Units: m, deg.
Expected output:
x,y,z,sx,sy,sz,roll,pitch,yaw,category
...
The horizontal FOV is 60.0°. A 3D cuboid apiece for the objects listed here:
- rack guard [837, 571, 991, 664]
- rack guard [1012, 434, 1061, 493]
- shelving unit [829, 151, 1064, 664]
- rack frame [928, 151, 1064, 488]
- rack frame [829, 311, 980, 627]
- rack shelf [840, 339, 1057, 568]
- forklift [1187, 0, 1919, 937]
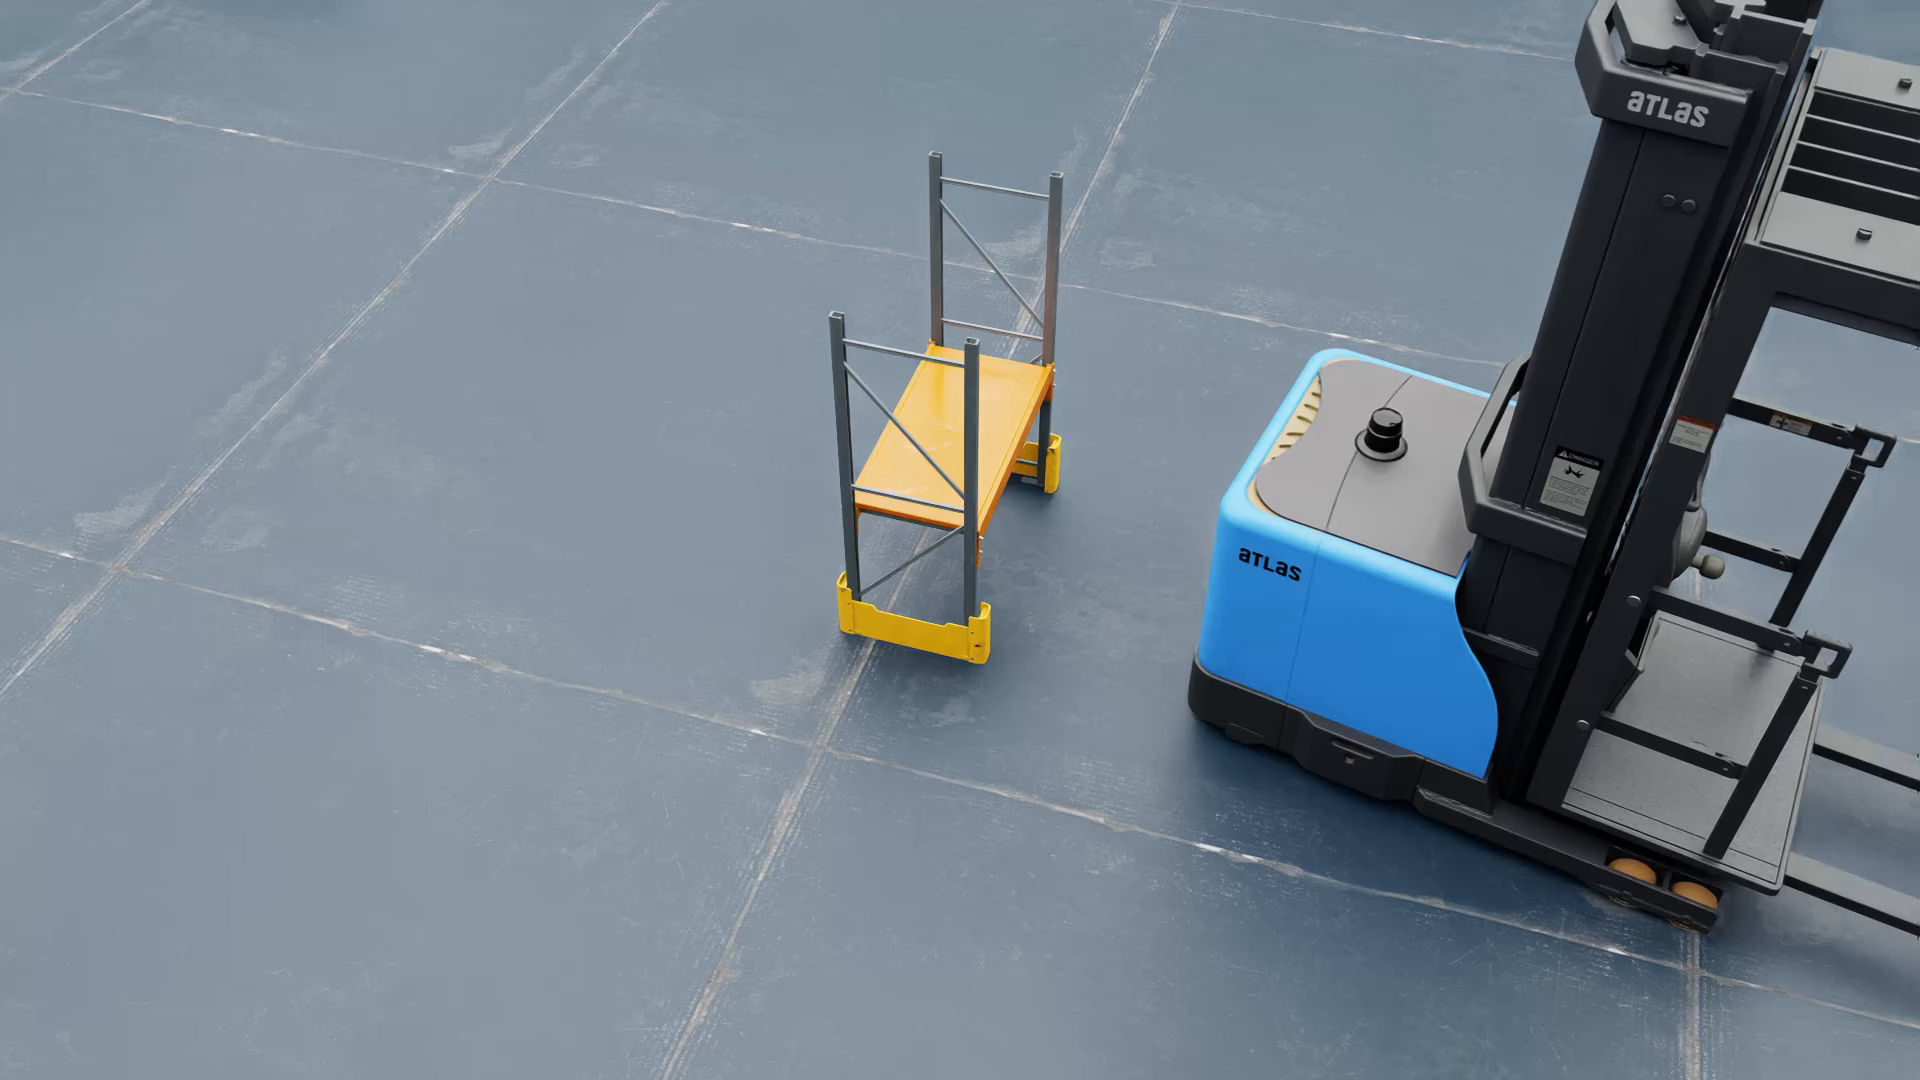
x,y,z,sx,sy,sz,roll,pitch,yaw,category
-0.174,0.293,6.271,0.587,0.250,0.087,13,46,13,rack guard
0.128,-0.370,6.950,0.587,0.250,0.087,13,46,13,rack guard
-0.023,-0.485,6.174,0.587,1.500,1.083,13,46,13,shelving unit
0.128,-0.818,6.514,0.500,1.500,0.032,13,46,13,rack frame
-0.180,-0.140,5.821,0.500,1.500,0.032,13,46,13,rack frame
-0.026,-0.351,6.293,0.538,0.185,1.000,13,46,13,rack shelf
2.371,-0.198,4.857,3.031,2.935,1.130,21,48,20,forklift
